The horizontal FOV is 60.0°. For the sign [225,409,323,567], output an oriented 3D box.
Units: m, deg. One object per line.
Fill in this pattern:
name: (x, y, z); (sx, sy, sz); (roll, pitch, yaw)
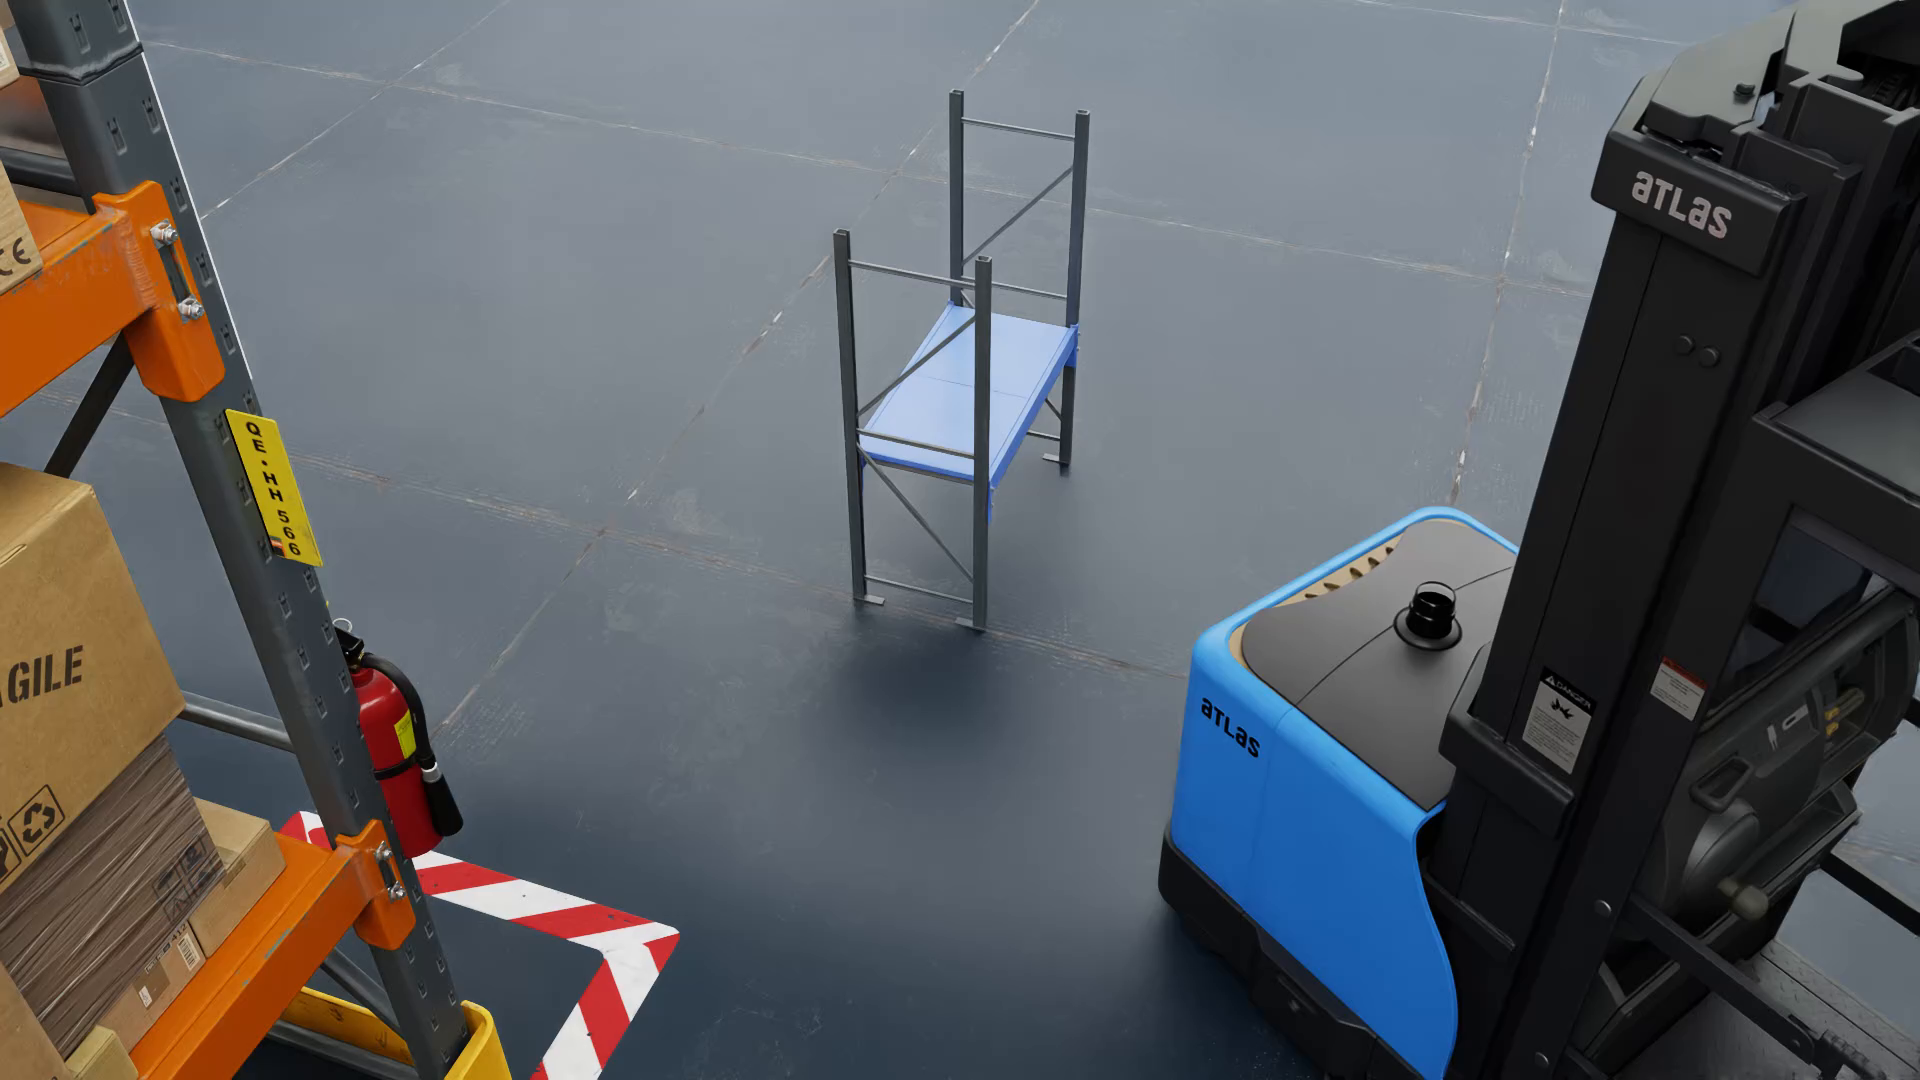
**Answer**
sign: (-1.195, -0.086, 2.904); (0.100, 0.325, 0.005); (13, 42, 15)

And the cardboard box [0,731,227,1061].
cardboard box: (-1.924, 0.517, 3.026); (0.875, 0.500, 0.500); (13, 42, 15)

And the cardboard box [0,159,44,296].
cardboard box: (-1.636, -0.395, 2.206); (0.500, 0.250, 0.500); (14, 42, 16)

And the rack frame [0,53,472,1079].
rack frame: (-1.710, 0.339, 3.541); (1.000, 3.000, 0.127); (13, 42, 15)

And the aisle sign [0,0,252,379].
aisle sign: (-1.407, -0.621, 2.664); (0.394, 0.787, 0.004); (13, 42, 15)

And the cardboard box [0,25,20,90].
cardboard box: (-1.512, -0.658, 2.208); (0.380, 0.149, 0.250); (13, 42, 15)

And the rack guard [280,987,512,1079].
rack guard: (-1.736, 1.336, 4.298); (1.175, 0.500, 0.348); (13, 42, 15)

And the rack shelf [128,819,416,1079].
rack shelf: (-2.394, 1.833, 2.345); (1.077, 0.370, 4.000); (13, 42, 15)

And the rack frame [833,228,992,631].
rack frame: (-0.145, -0.313, 5.461); (0.500, 1.500, 0.032); (13, 42, 15)

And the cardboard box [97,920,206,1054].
cardboard box: (-1.699, 0.807, 3.187); (0.380, 0.149, 0.250); (13, 42, 15)

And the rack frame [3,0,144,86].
rack frame: (-1.710, -1.943, 1.594); (1.000, 3.000, 0.127); (13, 42, 15)

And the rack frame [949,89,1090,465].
rack frame: (0.203, -0.933, 6.188); (0.500, 1.500, 0.032); (13, 42, 15)

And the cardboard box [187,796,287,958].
cardboard box: (-1.613, 0.654, 3.366); (0.380, 0.149, 0.250); (13, 42, 15)

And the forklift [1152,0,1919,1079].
forklift: (1.860, 0.519, 3.383); (1.130, 2.935, 3.031); (-26, 47, -27)

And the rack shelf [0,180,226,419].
rack shelf: (-2.394, 0.691, 1.372); (1.077, 0.370, 4.000); (13, 42, 15)

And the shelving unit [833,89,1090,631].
shelving unit: (0.029, -0.623, 5.824); (0.538, 1.500, 1.048); (13, 42, 15)

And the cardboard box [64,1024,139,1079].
cardboard box: (-1.737, 0.971, 2.995); (0.380, 0.149, 0.250); (13, 42, 15)

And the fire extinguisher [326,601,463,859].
fire extinguisher: (-1.238, 0.401, 3.529); (0.296, 0.674, 0.183); (13, 42, 15)

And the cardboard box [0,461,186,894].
cardboard box: (-1.666, 0.198, 2.630); (0.500, 0.500, 0.500); (13, 42, 15)

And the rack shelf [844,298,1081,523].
rack shelf: (0.029, -0.486, 5.941); (0.538, 0.185, 1.000); (13, 42, 15)
